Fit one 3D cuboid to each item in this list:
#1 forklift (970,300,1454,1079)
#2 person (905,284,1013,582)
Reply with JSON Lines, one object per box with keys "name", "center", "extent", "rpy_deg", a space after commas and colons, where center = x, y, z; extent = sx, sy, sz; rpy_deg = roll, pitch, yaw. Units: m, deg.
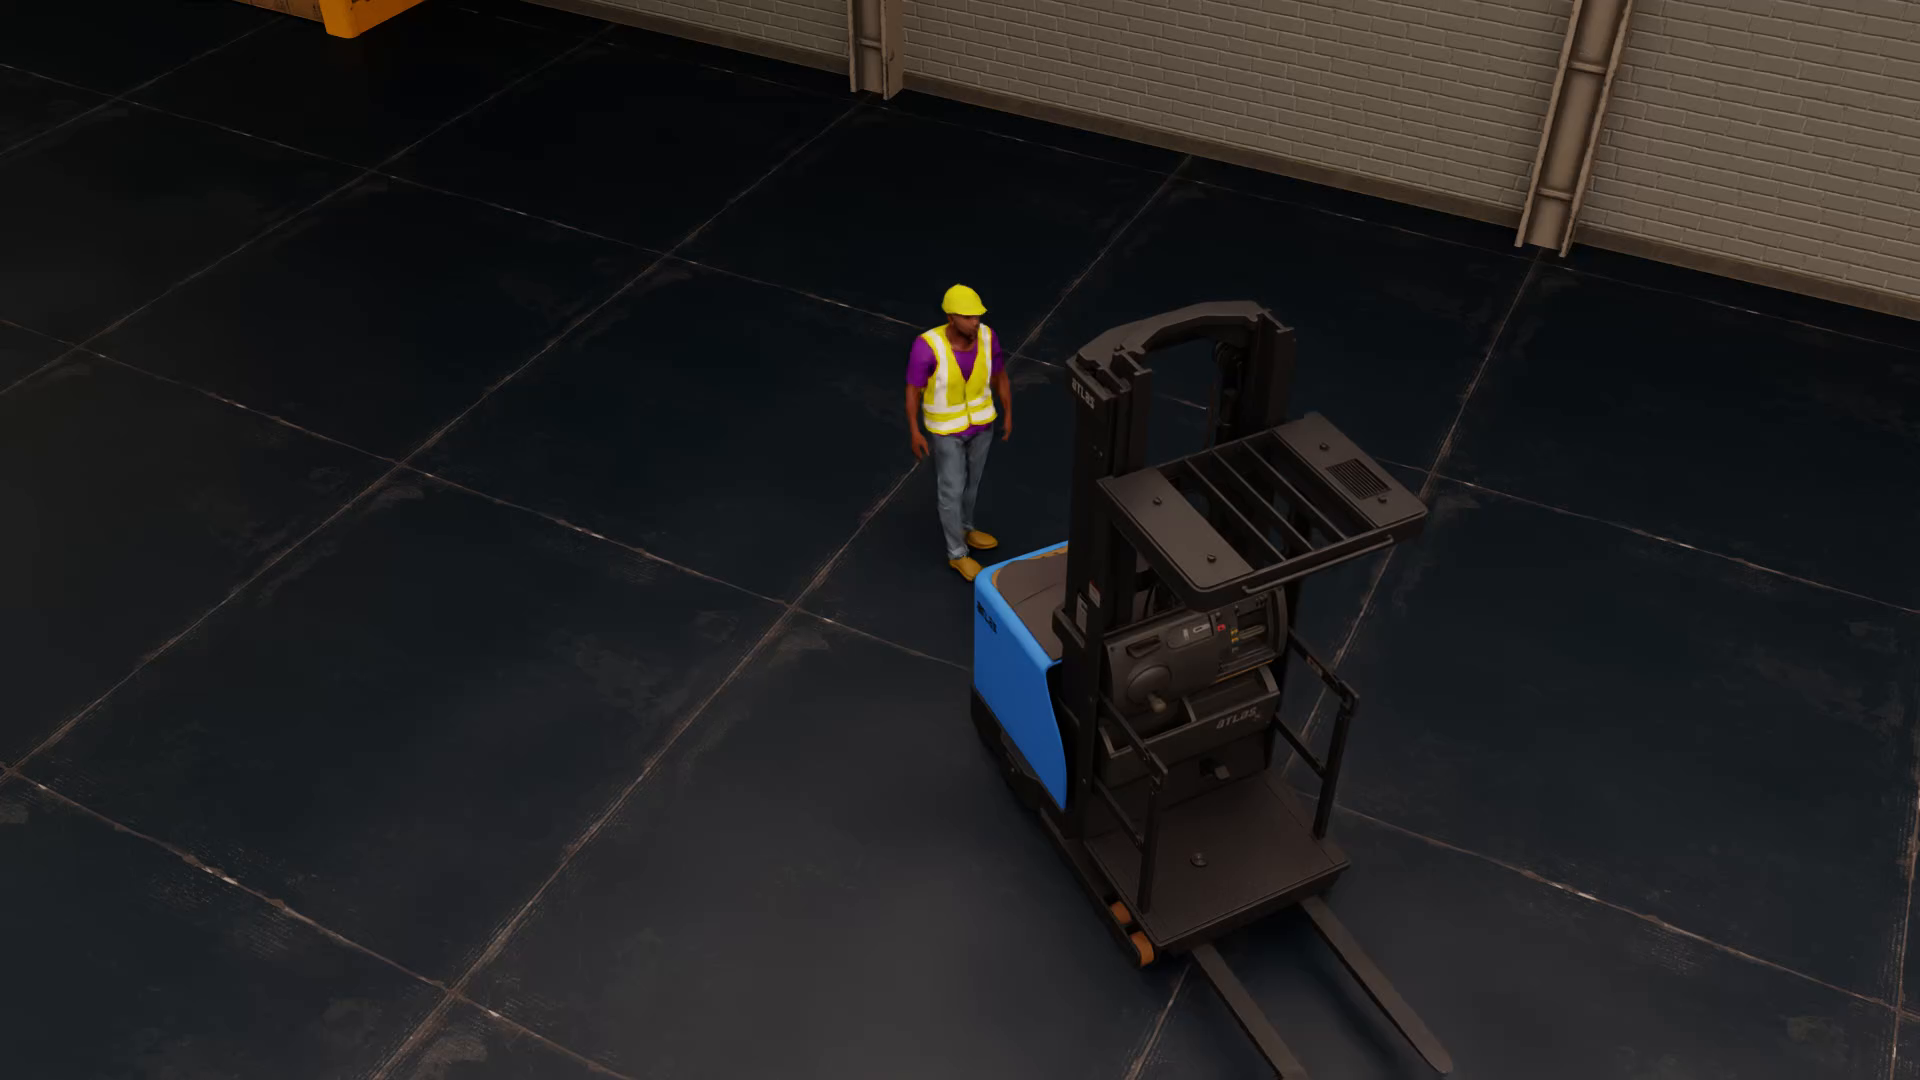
{"name": "forklift", "center": [1.167, 0.565, 7.316], "extent": [1.130, 2.935, 3.031], "rpy_deg": [-18, 43, -20]}
{"name": "person", "center": [0.055, -0.610, 9.609], "extent": [0.661, 1.768, 0.662], "rpy_deg": [-18, 43, -20]}
